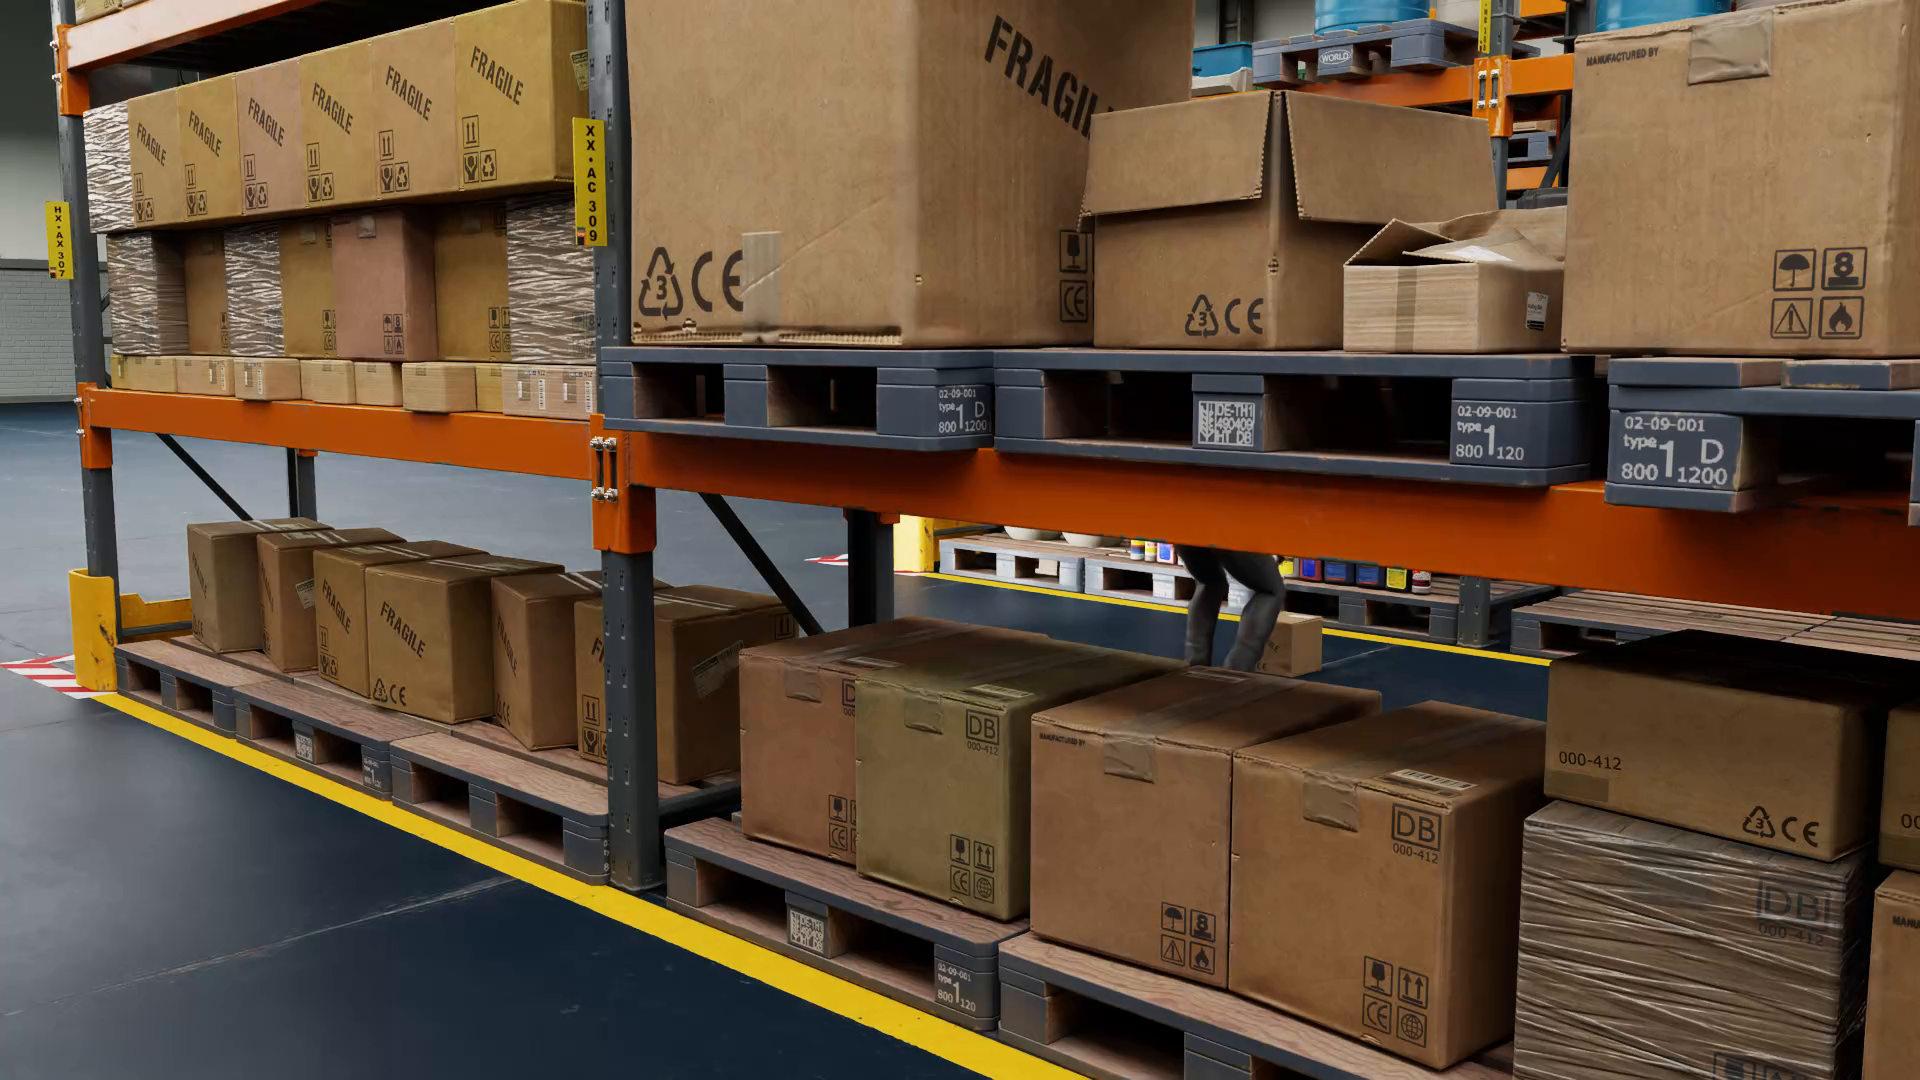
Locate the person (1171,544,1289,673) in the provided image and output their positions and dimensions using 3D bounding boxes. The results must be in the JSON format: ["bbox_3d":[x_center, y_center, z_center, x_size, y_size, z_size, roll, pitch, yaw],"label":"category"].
[{"bbox_3d":[1.163,-0.032,7.275,0.496,1.361,0.636,7,10,44],"label":"person"}]
